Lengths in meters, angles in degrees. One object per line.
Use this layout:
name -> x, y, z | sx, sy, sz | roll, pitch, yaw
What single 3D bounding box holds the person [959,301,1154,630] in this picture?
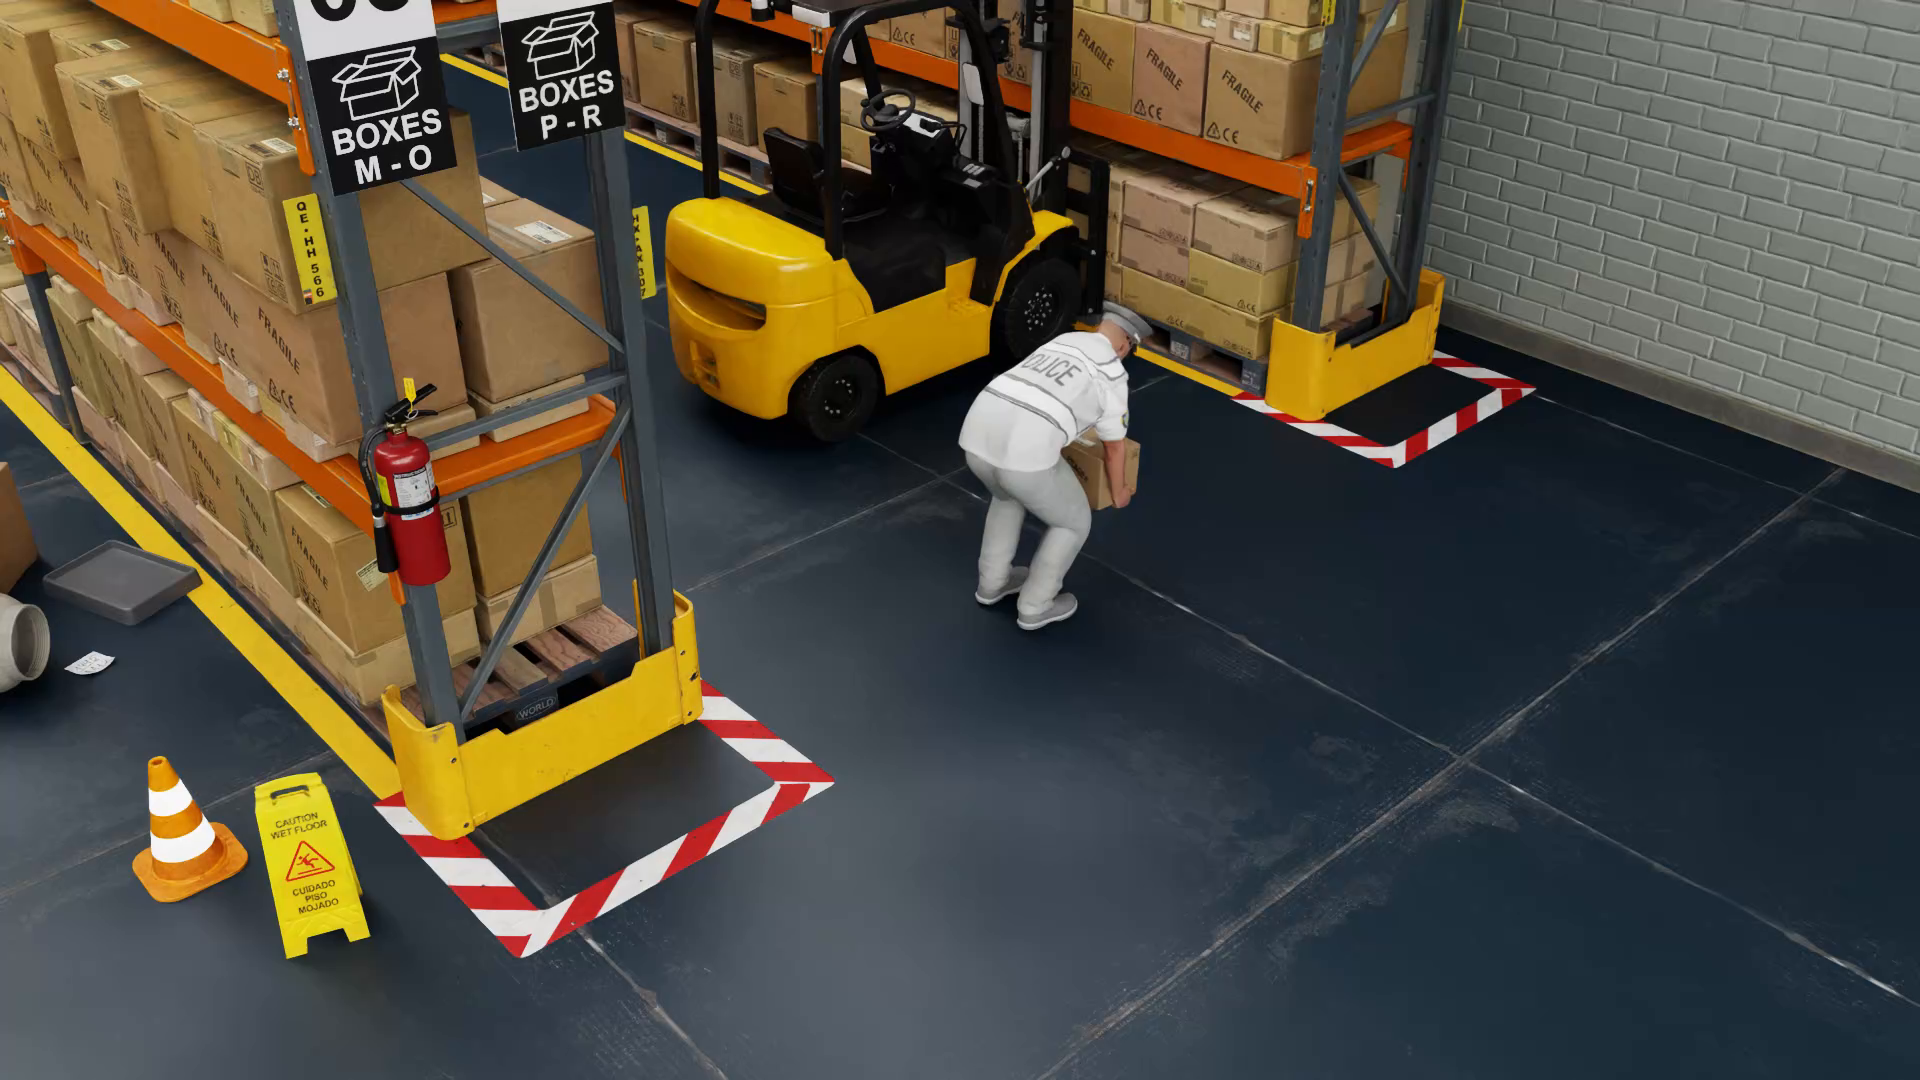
person -> 0.439, -0.330, 7.140 | 0.506, 1.260, 1.013 | 28, 41, 37
